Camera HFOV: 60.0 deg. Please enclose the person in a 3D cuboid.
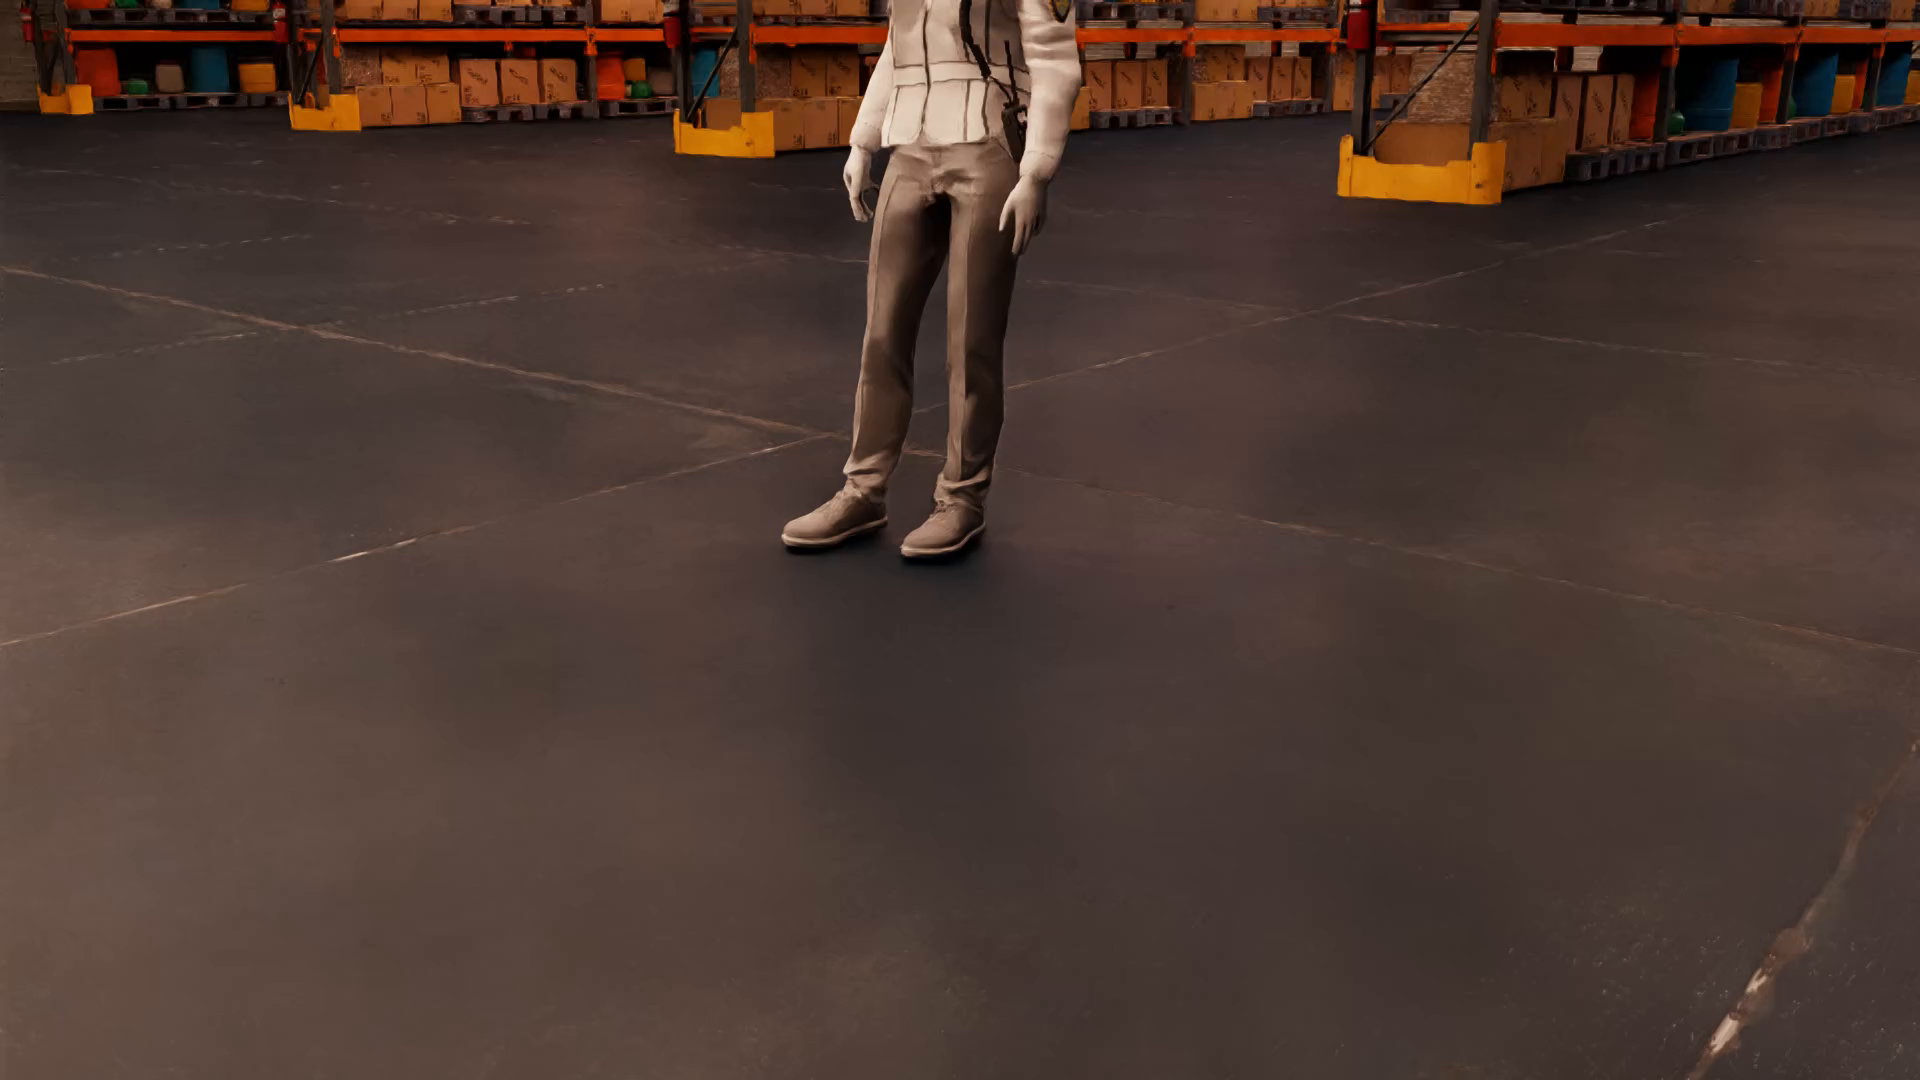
[{"bbox_3d":[-0.049,-0.804,3.648,0.586,1.695,0.532,13,21,37],"label":"person"}]
